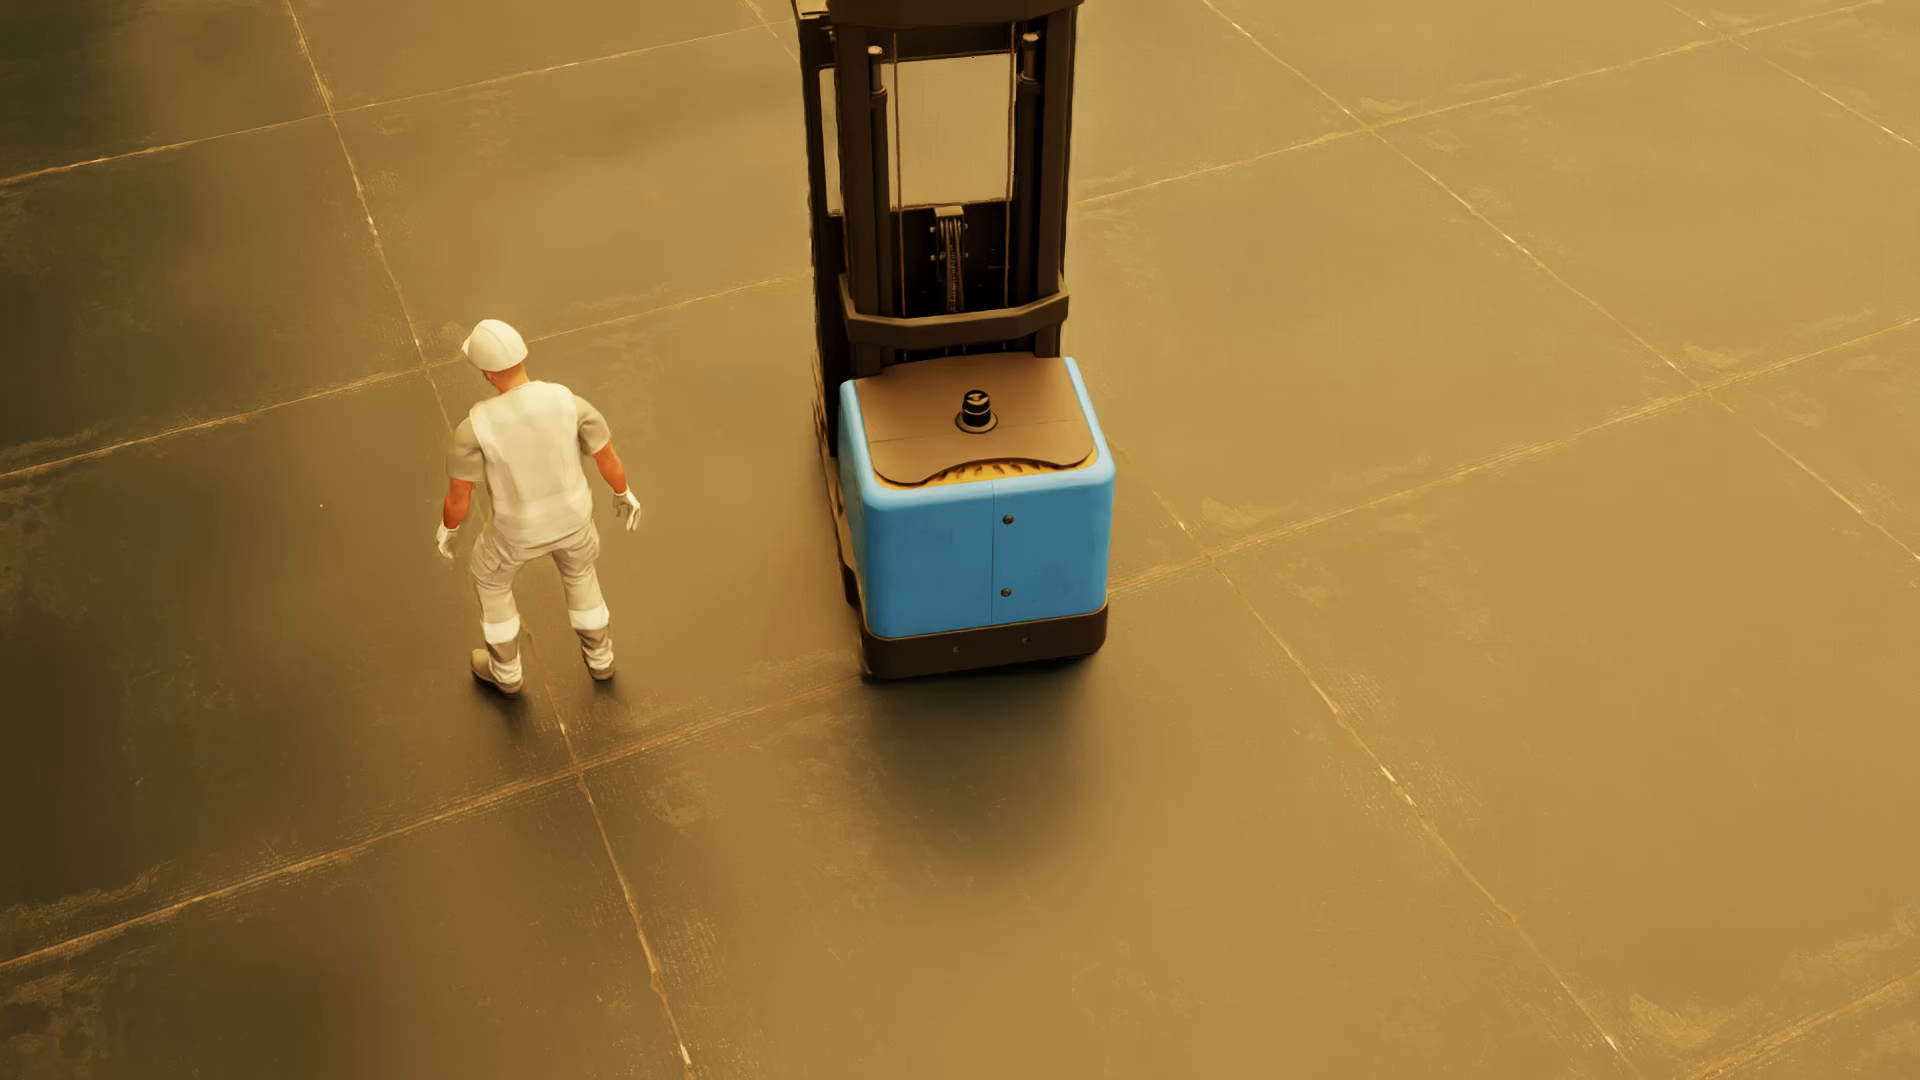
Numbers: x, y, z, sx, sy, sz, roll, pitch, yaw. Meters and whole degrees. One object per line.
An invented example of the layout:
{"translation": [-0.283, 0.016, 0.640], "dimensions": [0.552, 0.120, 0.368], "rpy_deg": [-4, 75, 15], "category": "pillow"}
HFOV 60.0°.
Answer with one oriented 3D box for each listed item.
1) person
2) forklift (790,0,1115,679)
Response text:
{"translation": [-1.702, -0.114, 6.666], "dimensions": [0.796, 1.754, 0.434], "rpy_deg": [-22, 47, -21], "category": "person"}
{"translation": [-0.131, -1.494, 7.282], "dimensions": [1.130, 2.935, 3.031], "rpy_deg": [-7, 43, -7], "category": "forklift"}
